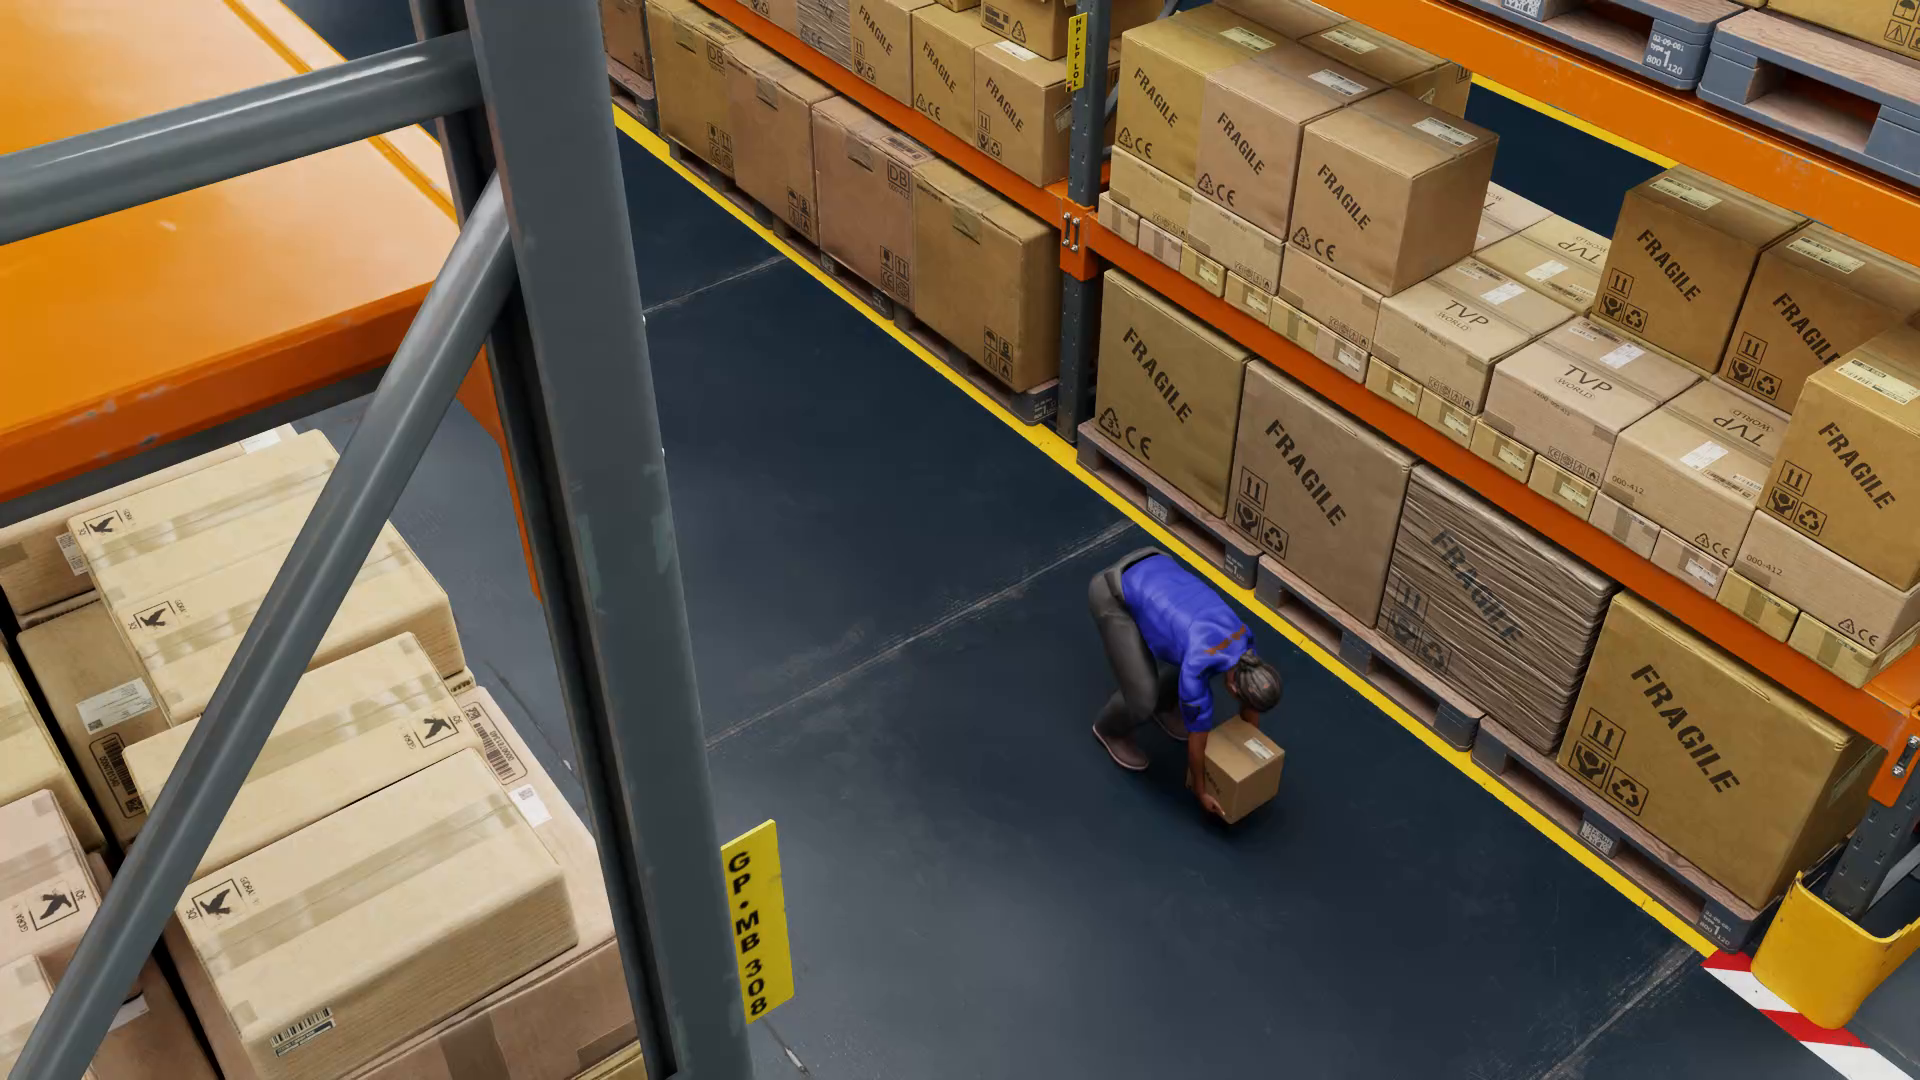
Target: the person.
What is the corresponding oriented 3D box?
[{"bbox_3d":[0.861,0.543,6.369,0.462,0.904,0.869,-29,48,-29],"label":"person"}]
